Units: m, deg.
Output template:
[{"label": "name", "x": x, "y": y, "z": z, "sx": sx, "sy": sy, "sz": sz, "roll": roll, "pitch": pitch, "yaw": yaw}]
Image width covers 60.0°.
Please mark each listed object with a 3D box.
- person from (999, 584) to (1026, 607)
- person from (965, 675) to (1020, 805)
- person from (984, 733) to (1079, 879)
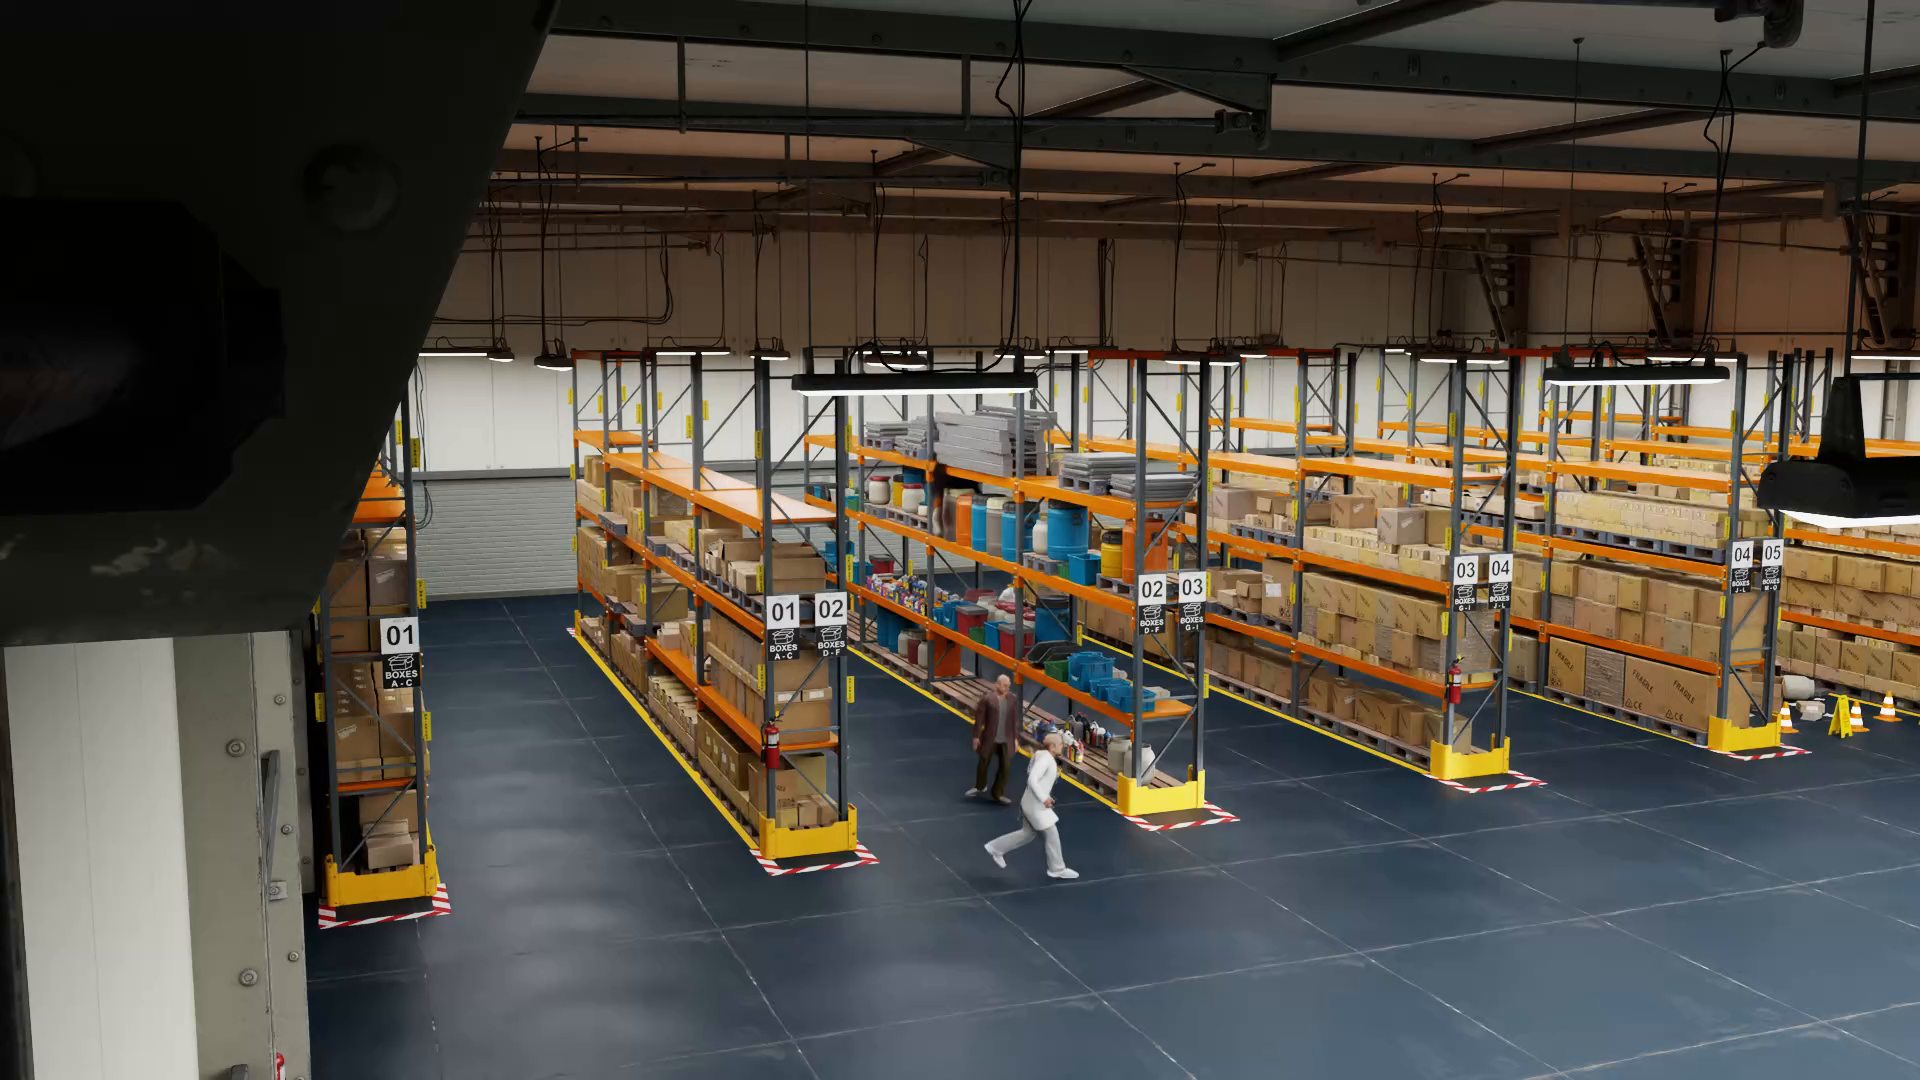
[{"label": "person", "x": 0.938, "y": 1.458, "z": 31.739, "sx": 0.629, "sy": 1.595, "sz": 0.996, "roll": -6, "pitch": 9, "yaw": -38}, {"label": "person", "x": 0.445, "y": 2.675, "z": 22.440, "sx": 0.719, "sy": 1.753, "sz": 0.563, "roll": -2, "pitch": 7, "yaw": -15}, {"label": "person", "x": 0.820, "y": 3.086, "z": 19.220, "sx": 1.105, "sy": 1.736, "sz": 0.732, "roll": 1, "pitch": 7, "yaw": 8}]
